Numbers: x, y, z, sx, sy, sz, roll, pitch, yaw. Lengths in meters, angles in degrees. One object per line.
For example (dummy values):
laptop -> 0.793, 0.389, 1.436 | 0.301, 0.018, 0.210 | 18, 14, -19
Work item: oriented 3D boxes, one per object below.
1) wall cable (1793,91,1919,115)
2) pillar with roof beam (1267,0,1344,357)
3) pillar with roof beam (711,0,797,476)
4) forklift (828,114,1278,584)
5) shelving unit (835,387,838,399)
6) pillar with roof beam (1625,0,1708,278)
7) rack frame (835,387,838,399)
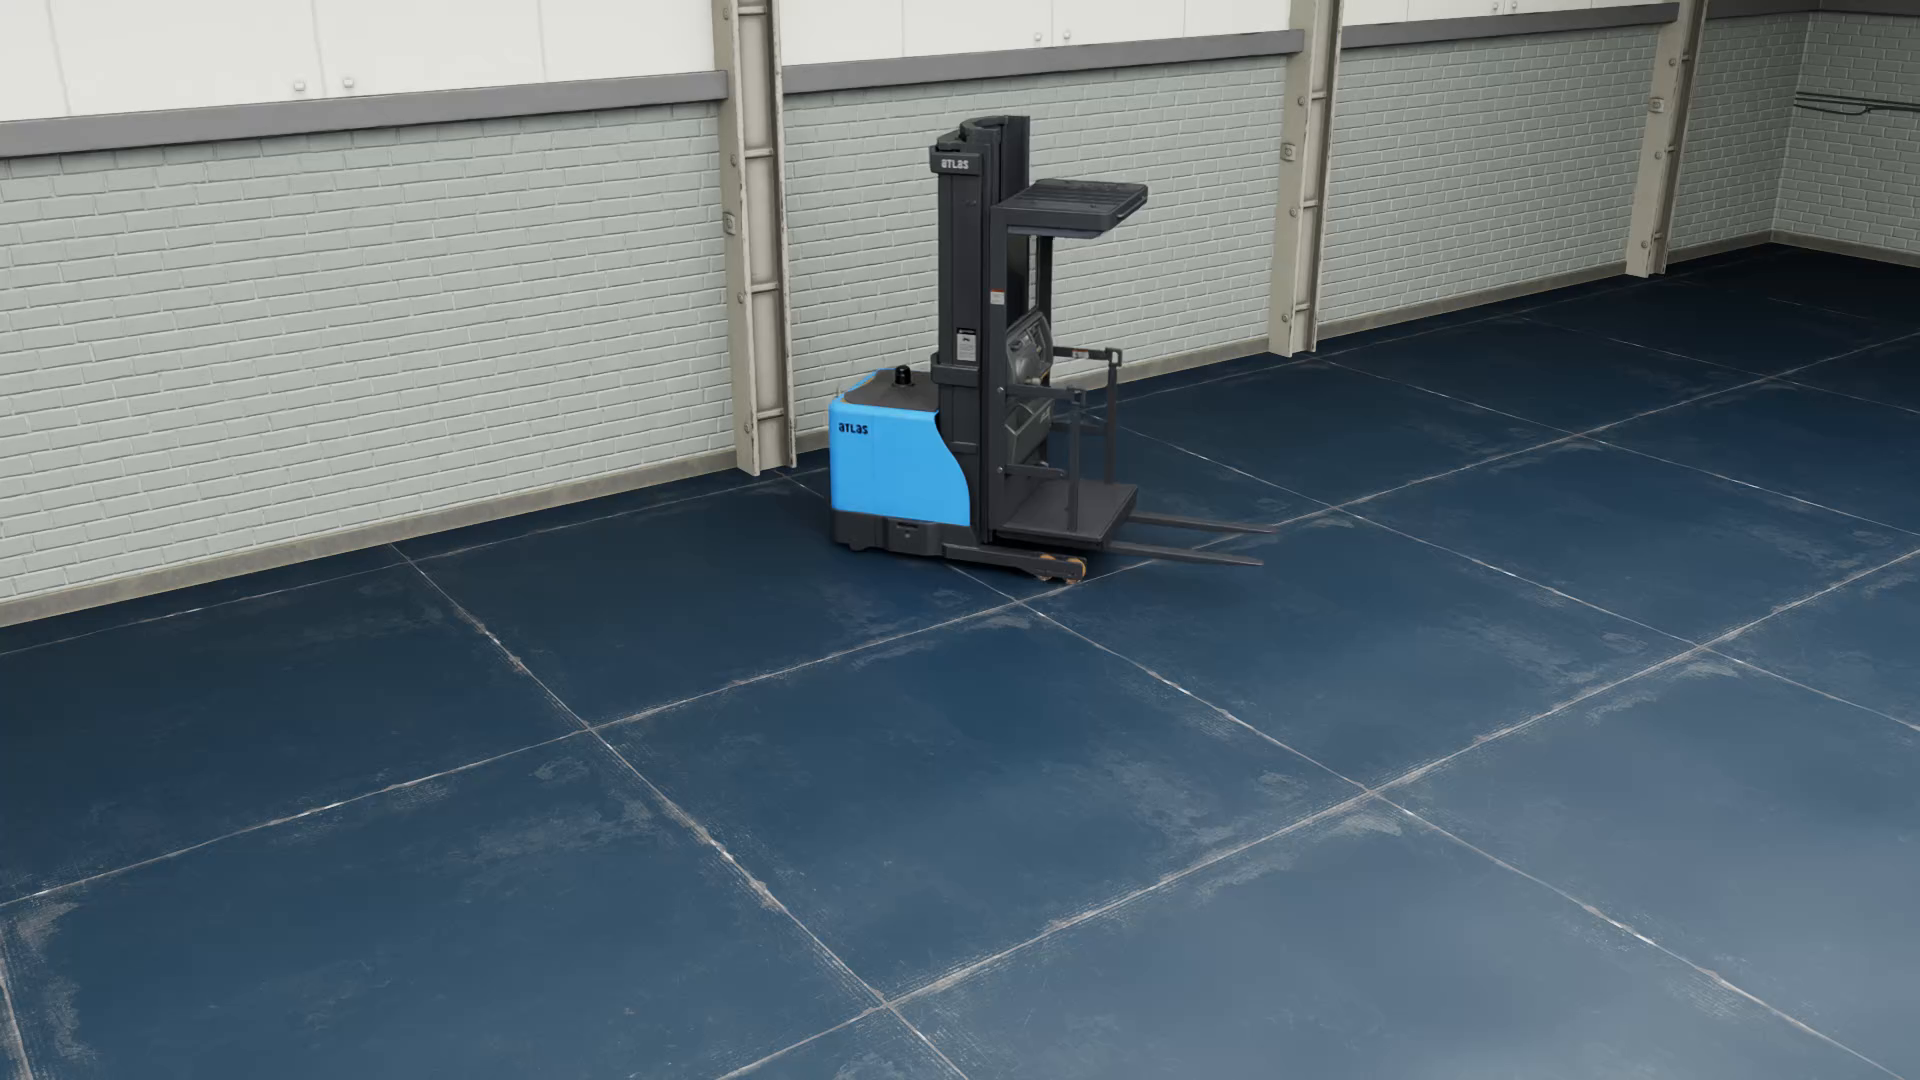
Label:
wall cable -> 11.346, -6.168, 19.403 | 0.112, 2.526, 3.097 | -15, 26, -33
pillar with roof beam -> 5.826, -4.777, 11.726 | 0.400, 9.000, 9.100 | -15, 26, -33
pillar with roof beam -> 0.955, -3.478, 8.471 | 0.400, 9.000, 9.100 | -15, 26, -33
forklift -> 0.656, -1.291, 11.176 | 3.031, 2.935, 1.130 | 7, 23, 18
shelving unit -> -0.805, -0.669, 12.359 | 0.210, 0.900, 0.258 | 0, 22, -1
pillar with roof beam -> 10.696, -6.076, 14.980 | 0.400, 9.000, 9.100 | -15, 26, -33
rack frame -> -0.907, -0.669, 12.357 | 0.006, 0.900, 0.240 | 0, 22, -1
